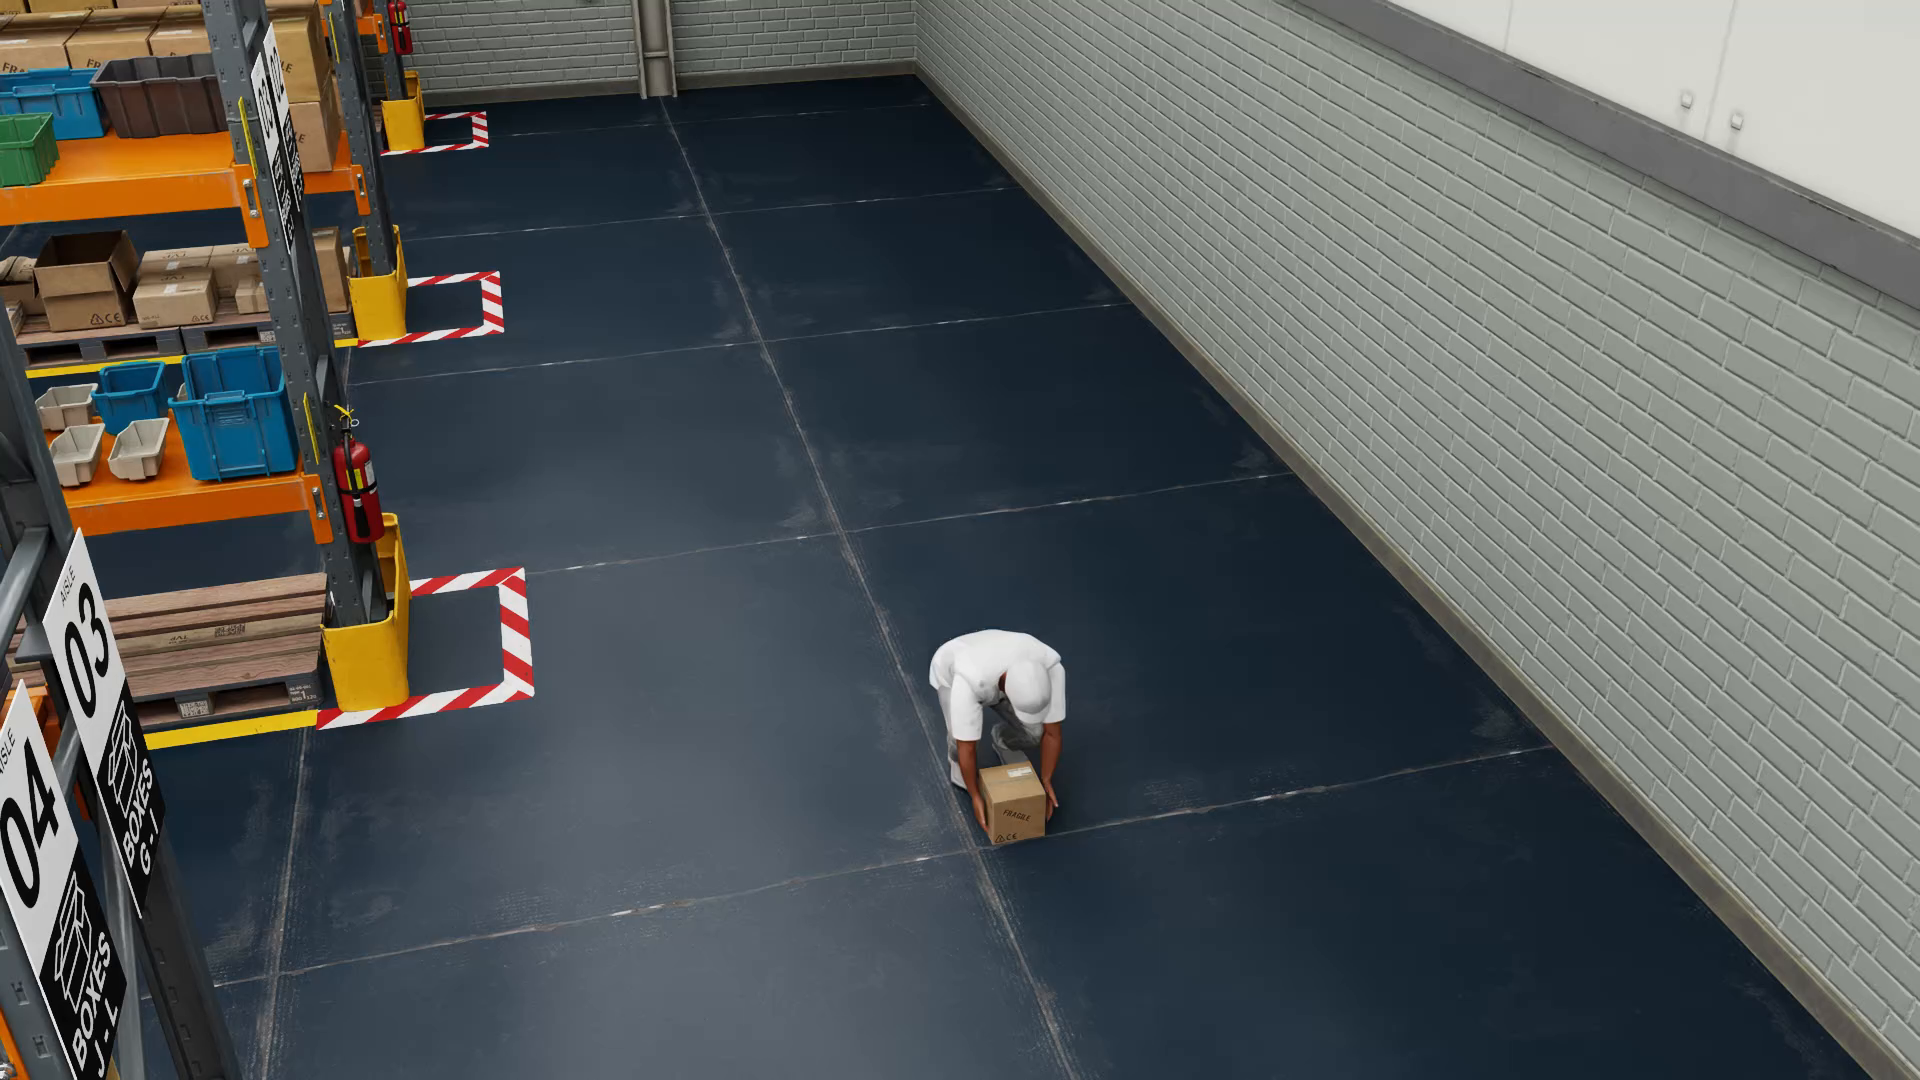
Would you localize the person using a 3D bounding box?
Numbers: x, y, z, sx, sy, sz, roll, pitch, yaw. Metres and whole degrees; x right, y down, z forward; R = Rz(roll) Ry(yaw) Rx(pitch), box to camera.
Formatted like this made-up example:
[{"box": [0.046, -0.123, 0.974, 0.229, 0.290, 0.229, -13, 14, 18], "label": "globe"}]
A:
[{"box": [0.191, 0.767, 7.769, 0.559, 0.893, 0.896, -8, 31, -13], "label": "person"}]
